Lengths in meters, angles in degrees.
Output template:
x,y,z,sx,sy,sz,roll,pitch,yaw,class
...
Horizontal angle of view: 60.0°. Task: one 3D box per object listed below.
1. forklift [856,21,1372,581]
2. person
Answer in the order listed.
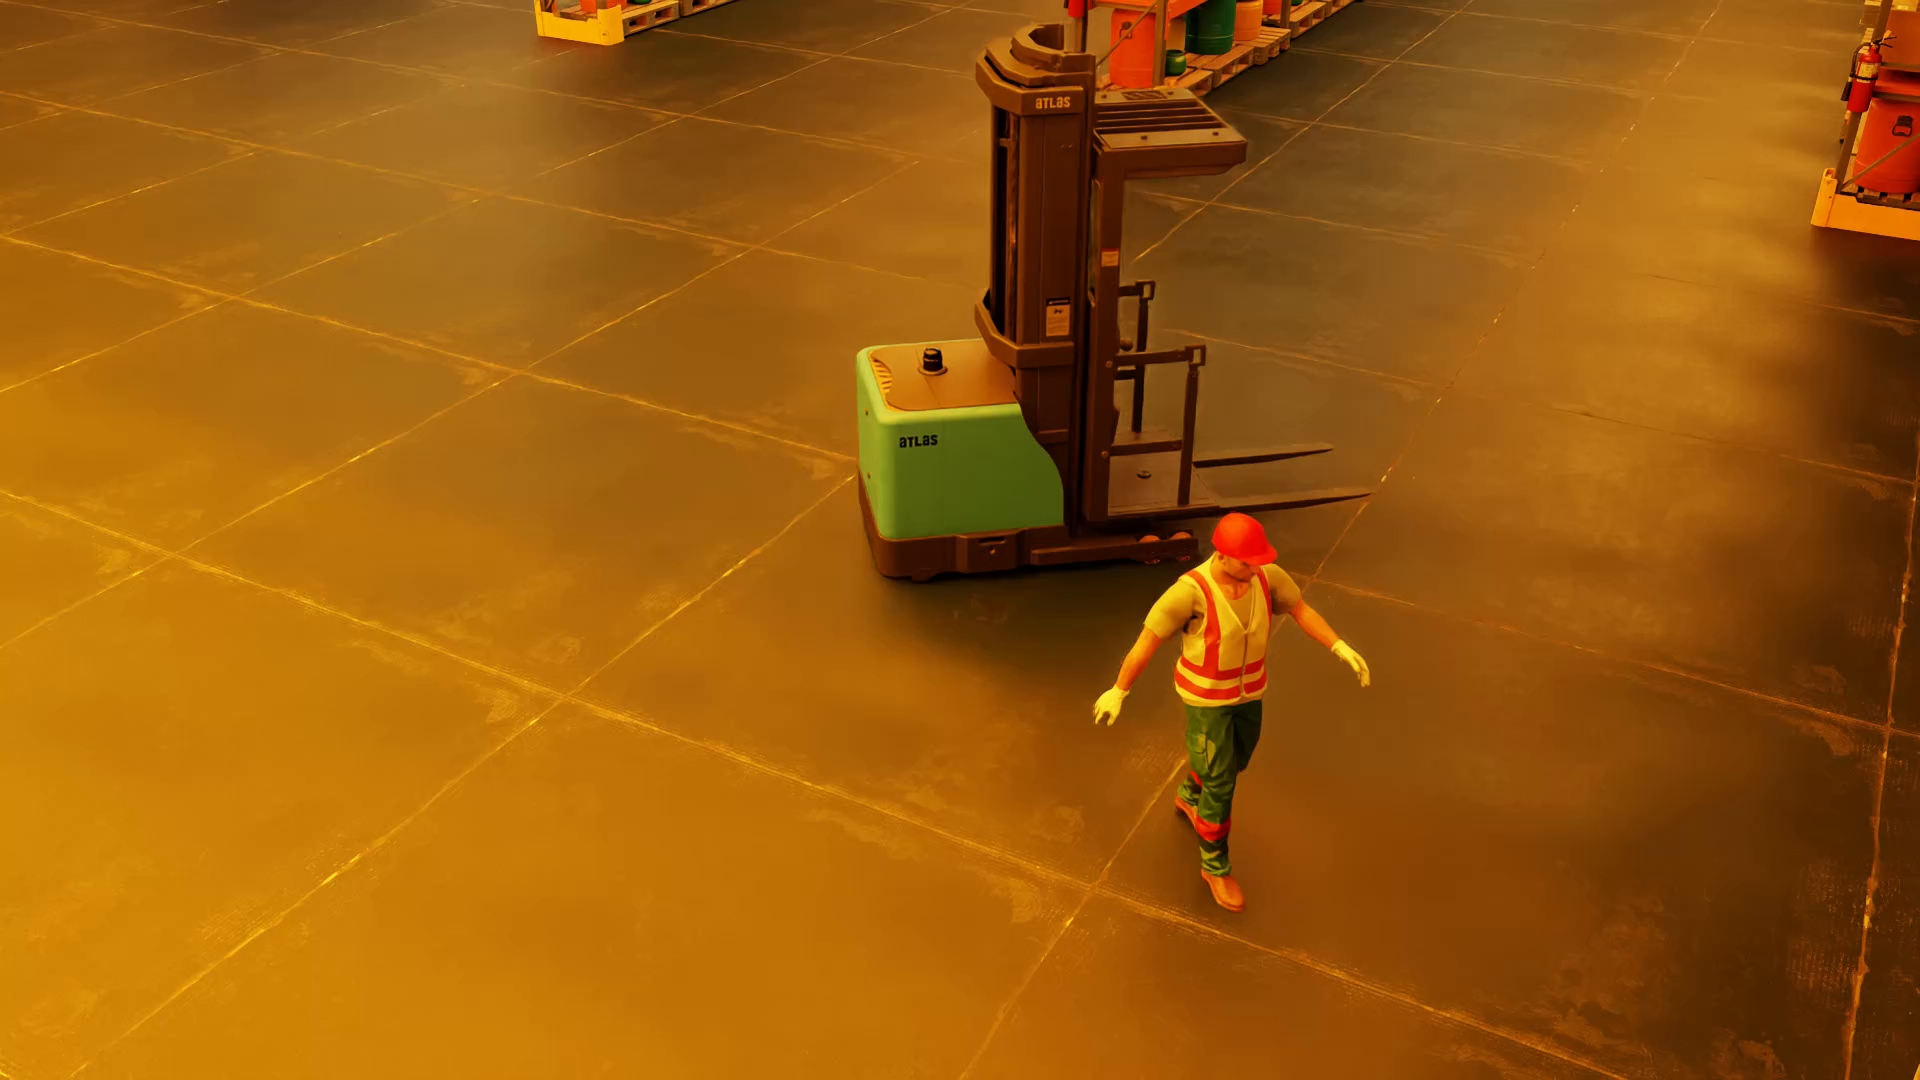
x,y,z,sx,sy,sz,roll,pitch,yaw,class
0.942,-1.383,9.468,3.031,2.935,1.130,-5,30,-9,forklift
1.119,0.683,7.073,0.996,1.762,0.762,-15,33,-24,person
